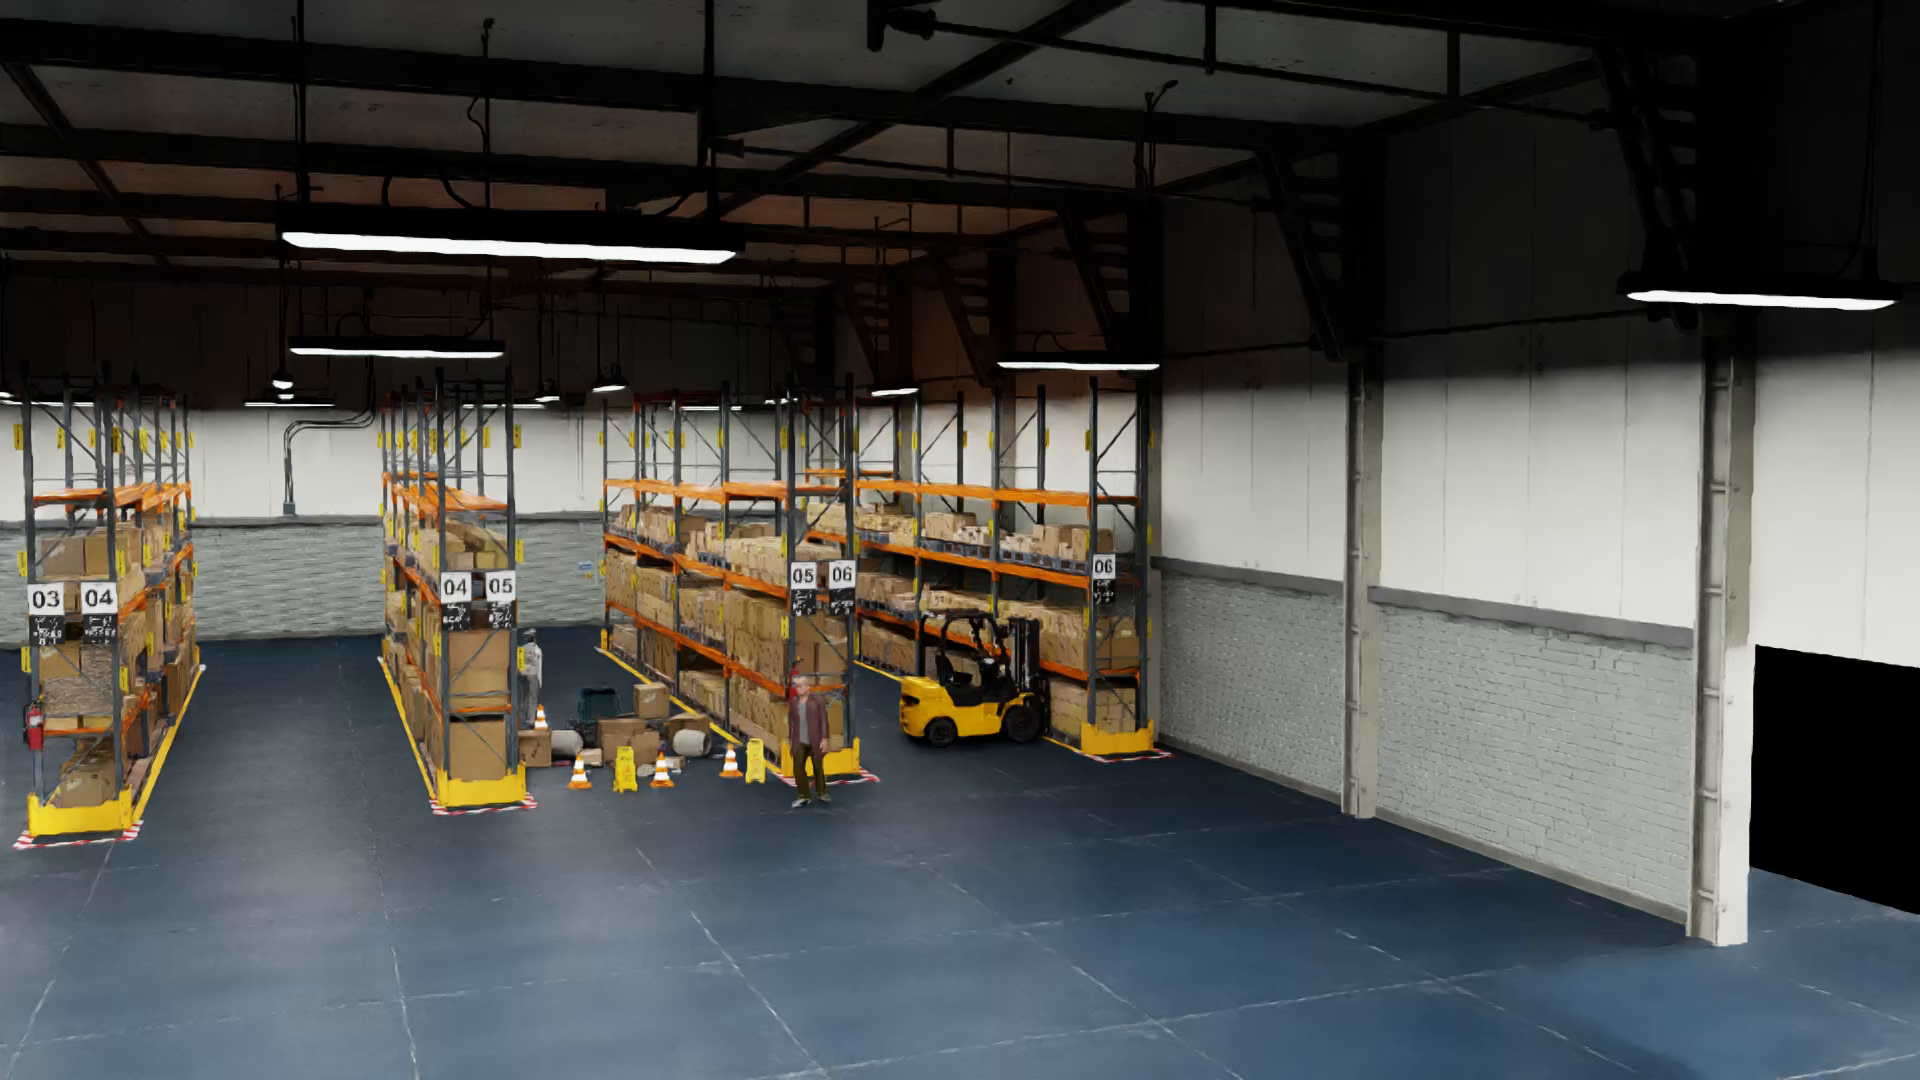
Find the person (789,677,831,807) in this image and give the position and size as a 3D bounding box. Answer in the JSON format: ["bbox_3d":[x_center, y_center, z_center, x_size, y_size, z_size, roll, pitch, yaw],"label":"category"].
[{"bbox_3d":[-2.071,2.749,22.868,0.608,1.770,0.635,1,4,15],"label":"person"}]

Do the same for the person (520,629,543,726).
[{"bbox_3d":[-7.478,2.401,29.137,0.537,1.676,0.416,3,4,38],"label":"person"}]
